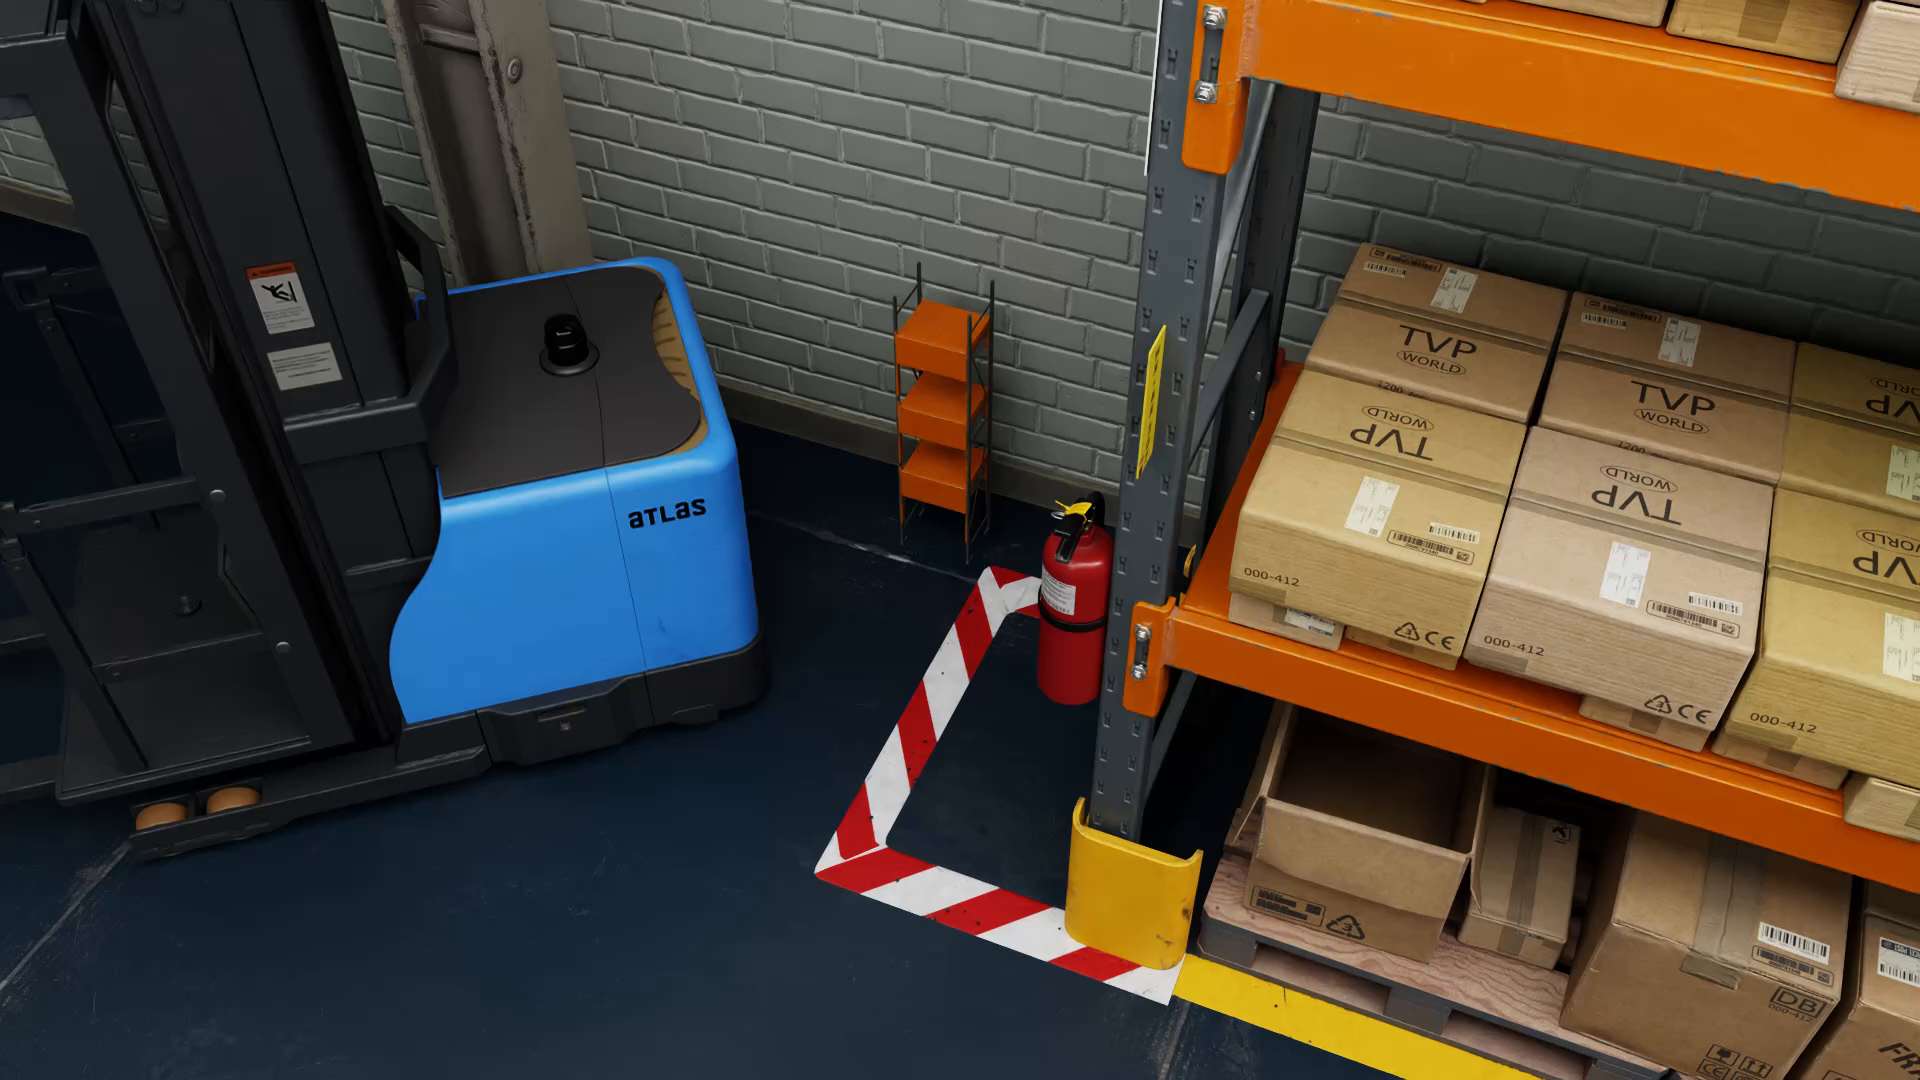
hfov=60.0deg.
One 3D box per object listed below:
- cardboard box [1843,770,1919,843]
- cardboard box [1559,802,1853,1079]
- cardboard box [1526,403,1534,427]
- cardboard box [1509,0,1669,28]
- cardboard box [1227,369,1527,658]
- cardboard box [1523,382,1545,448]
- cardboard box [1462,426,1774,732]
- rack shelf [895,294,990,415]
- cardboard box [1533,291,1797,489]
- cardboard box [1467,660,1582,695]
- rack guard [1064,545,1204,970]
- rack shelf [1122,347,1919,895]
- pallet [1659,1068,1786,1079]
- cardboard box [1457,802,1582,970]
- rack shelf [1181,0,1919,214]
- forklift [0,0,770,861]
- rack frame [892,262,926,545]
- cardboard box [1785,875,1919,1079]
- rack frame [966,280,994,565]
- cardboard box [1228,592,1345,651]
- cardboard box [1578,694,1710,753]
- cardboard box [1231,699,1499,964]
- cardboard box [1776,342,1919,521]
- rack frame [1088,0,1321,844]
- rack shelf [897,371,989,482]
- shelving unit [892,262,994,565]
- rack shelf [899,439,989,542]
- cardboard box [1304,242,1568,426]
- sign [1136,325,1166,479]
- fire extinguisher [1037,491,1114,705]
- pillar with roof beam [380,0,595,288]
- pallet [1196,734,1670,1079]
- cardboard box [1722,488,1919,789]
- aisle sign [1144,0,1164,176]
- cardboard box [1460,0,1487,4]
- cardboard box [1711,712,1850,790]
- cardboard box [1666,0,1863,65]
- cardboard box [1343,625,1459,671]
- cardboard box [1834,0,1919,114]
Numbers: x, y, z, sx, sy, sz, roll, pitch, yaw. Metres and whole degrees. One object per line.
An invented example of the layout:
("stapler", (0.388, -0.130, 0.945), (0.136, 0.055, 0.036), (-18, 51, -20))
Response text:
("cardboard box", (1.954, 0.423, 3.376), (0.250, 0.149, 0.380), (15, 47, 15))
("cardboard box", (1.888, 0.907, 4.186), (0.500, 0.500, 0.700), (18, 48, 17))
("cardboard box", (1.206, -0.202, 4.005), (0.250, 0.149, 0.380), (18, 48, 17))
("cardboard box", (1.043, -0.998, 2.678), (0.250, 0.149, 0.380), (17, 47, 17))
("cardboard box", (0.901, -0.069, 3.588), (0.500, 0.250, 0.500), (17, 47, 16))
("cardboard box", (1.483, -0.186, 3.989), (0.250, 0.149, 0.380), (15, 47, 15))
("cardboard box", (1.366, 0.067, 3.451), (0.500, 0.250, 0.500), (17, 47, 16))
("rack shelf", (-0.049, -0.580, 5.202), (0.240, 0.259, 0.215), (16, 47, 16))
("cardboard box", (1.588, -0.275, 3.795), (0.500, 0.250, 0.500), (17, 47, 16))
("cardboard box", (1.292, 0.129, 3.672), (0.250, 0.149, 0.380), (16, 47, 15))
("rack guard", (0.656, 0.591, 4.802), (0.348, 0.500, 1.175), (16, 47, 16))
("rack shelf", (2.432, 0.482, 3.649), (4.000, 0.370, 1.077), (16, 47, 16))
("pallet", (2.514, 1.242, 4.353), (1.213, 0.211, 1.003), (16, 47, 16))
("cardboard box", (1.491, 0.915, 4.428), (0.250, 0.149, 0.380), (15, 47, 14))
("rack shelf", (2.432, -0.581, 2.591), (4.000, 0.370, 1.077), (16, 47, 16))
("forklift", (-2.171, -0.539, 4.214), (3.031, 2.935, 1.130), (-12, 46, -12))
("rack frame", (-0.162, -0.420, 5.428), (0.008, 1.050, 0.200), (16, 47, 16))
("cardboard box", (2.337, 1.115, 3.977), (0.500, 0.500, 0.500), (17, 47, 17))
("rack frame", (0.063, -0.354, 5.361), (0.008, 1.050, 0.200), (16, 47, 16))
("cardboard box", (0.784, 0.041, 3.760), (0.250, 0.149, 0.380), (16, 47, 16))
("cardboard box", (1.502, 0.237, 3.563), (0.250, 0.149, 0.380), (18, 48, 17))
("cardboard box", (1.114, 0.648, 4.444), (0.637, 0.503, 0.797), (15, 47, 14))
("cardboard box", (2.043, -0.137, 3.657), (0.500, 0.250, 0.500), (18, 48, 17))
("rack frame", (0.586, -0.316, 3.941), (0.127, 3.000, 1.000), (16, 47, 16))
("rack shelf", (-0.049, -0.379, 5.402), (0.240, 0.259, 0.215), (16, 47, 16))
("shelving unit", (-0.049, -0.387, 5.394), (0.252, 1.050, 0.215), (16, 47, 16))
("rack shelf", (-0.049, -0.182, 5.598), (0.240, 0.259, 0.215), (16, 47, 16))
("cardboard box", (1.113, -0.416, 3.937), (0.500, 0.250, 0.500), (18, 48, 17))
("sign", (0.377, -0.269, 3.280), (0.005, 0.325, 0.100), (16, 47, 16))
("fire extinguisher", (0.272, 0.105, 3.837), (0.183, 0.674, 0.296), (16, 47, 16))
("pillar with roof beam", (-3.213, -0.959, 0.334), (0.400, 9.000, 9.100), (16, 47, 16))
("pallet", (1.392, 0.909, 4.687), (1.213, 0.211, 1.003), (16, 47, 16))
("cardboard box", (1.835, 0.203, 3.315), (0.500, 0.250, 0.500), (16, 47, 15))
("aisle sign", (0.410, -1.065, 2.850), (0.004, 0.787, 0.394), (16, 47, 16))
("cardboard box", (0.791, -1.052, 2.732), (0.250, 0.149, 0.380), (17, 47, 17))
("cardboard box", (1.749, 0.306, 3.494), (0.250, 0.149, 0.380), (17, 47, 16))
("cardboard box", (1.273, -0.917, 2.597), (0.250, 0.149, 0.380), (17, 47, 16))
("cardboard box", (1.036, 0.080, 3.721), (0.250, 0.149, 0.380), (17, 47, 17))
("cardboard box", (1.463, -0.782, 2.461), (0.250, 0.149, 0.380), (17, 47, 17))
